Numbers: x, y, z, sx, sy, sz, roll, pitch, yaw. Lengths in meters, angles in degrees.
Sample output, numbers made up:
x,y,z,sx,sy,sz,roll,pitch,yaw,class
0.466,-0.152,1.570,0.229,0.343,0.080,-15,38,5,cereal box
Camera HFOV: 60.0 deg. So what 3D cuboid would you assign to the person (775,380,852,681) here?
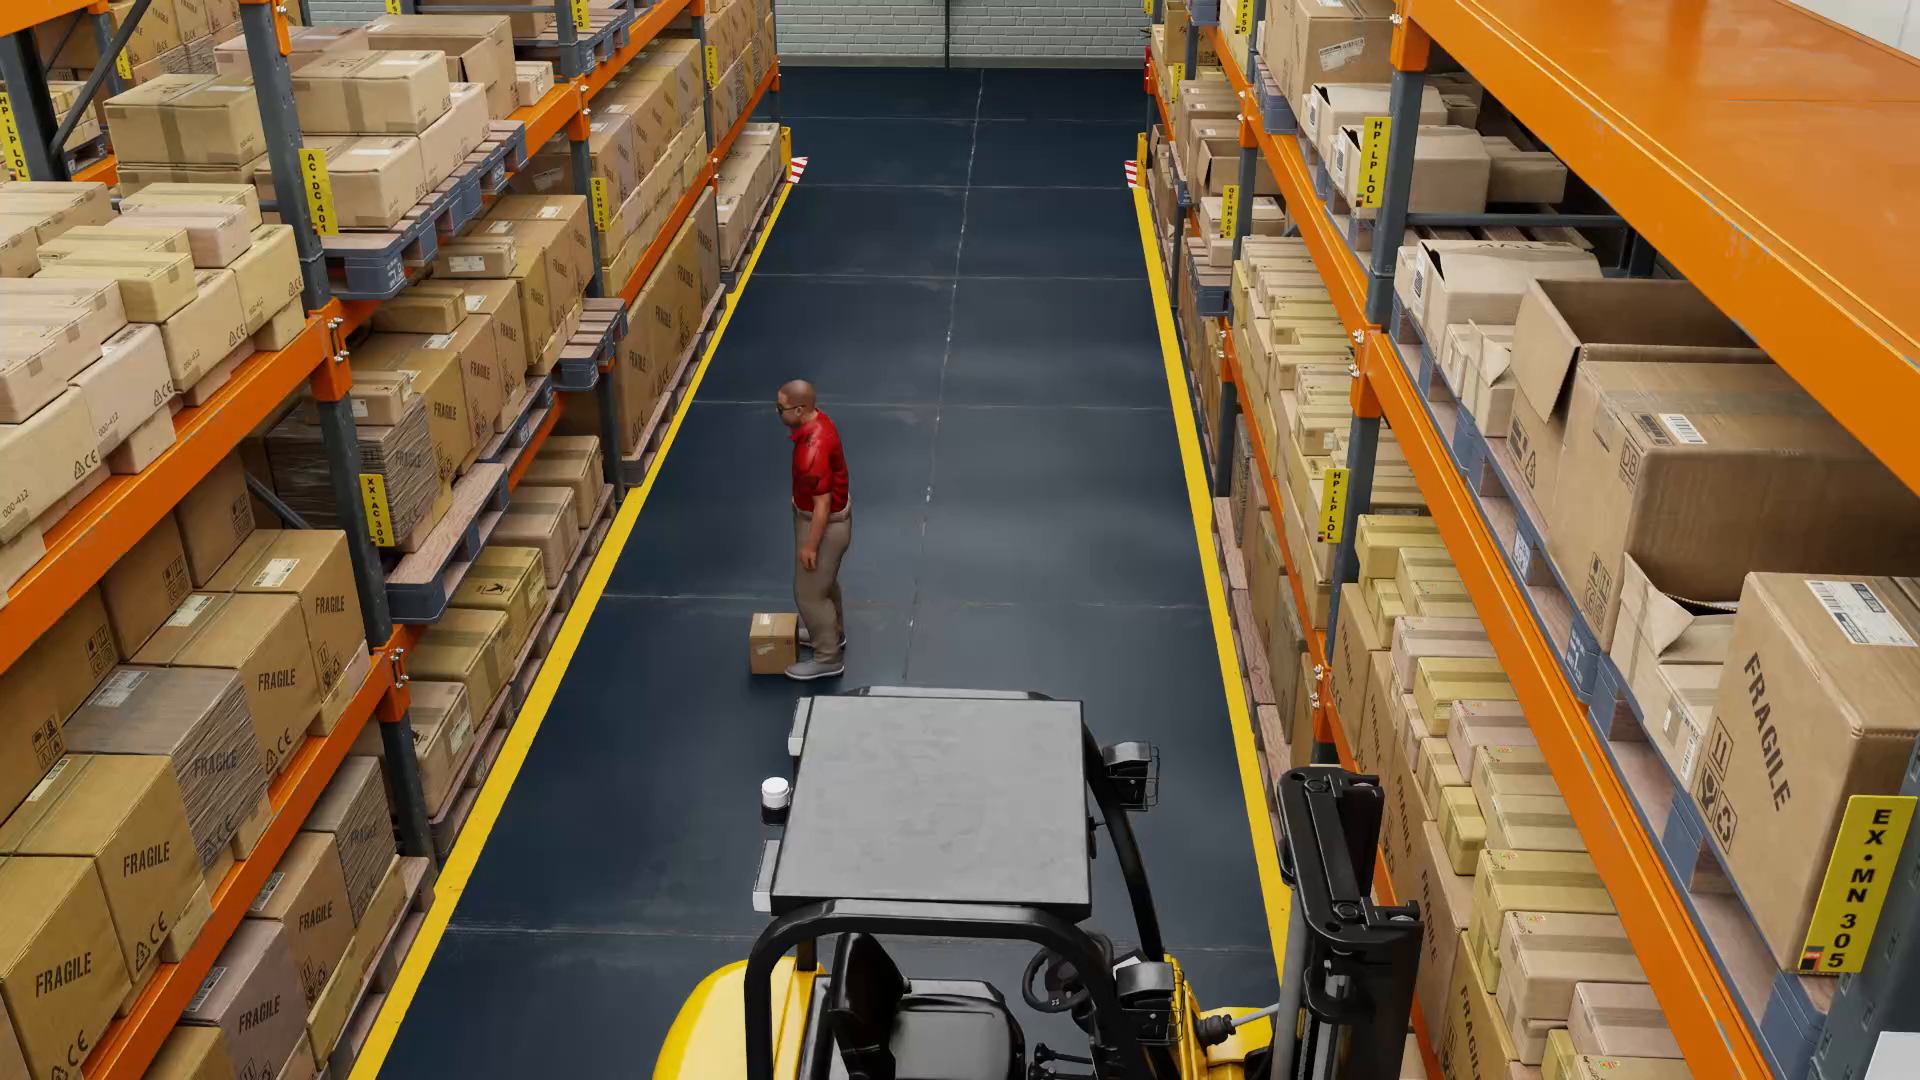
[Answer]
x,y,z,sx,sy,sz,roll,pitch,yaw,class
-0.784,-0.071,9.006,0.393,1.726,0.605,-1,28,-1,person
